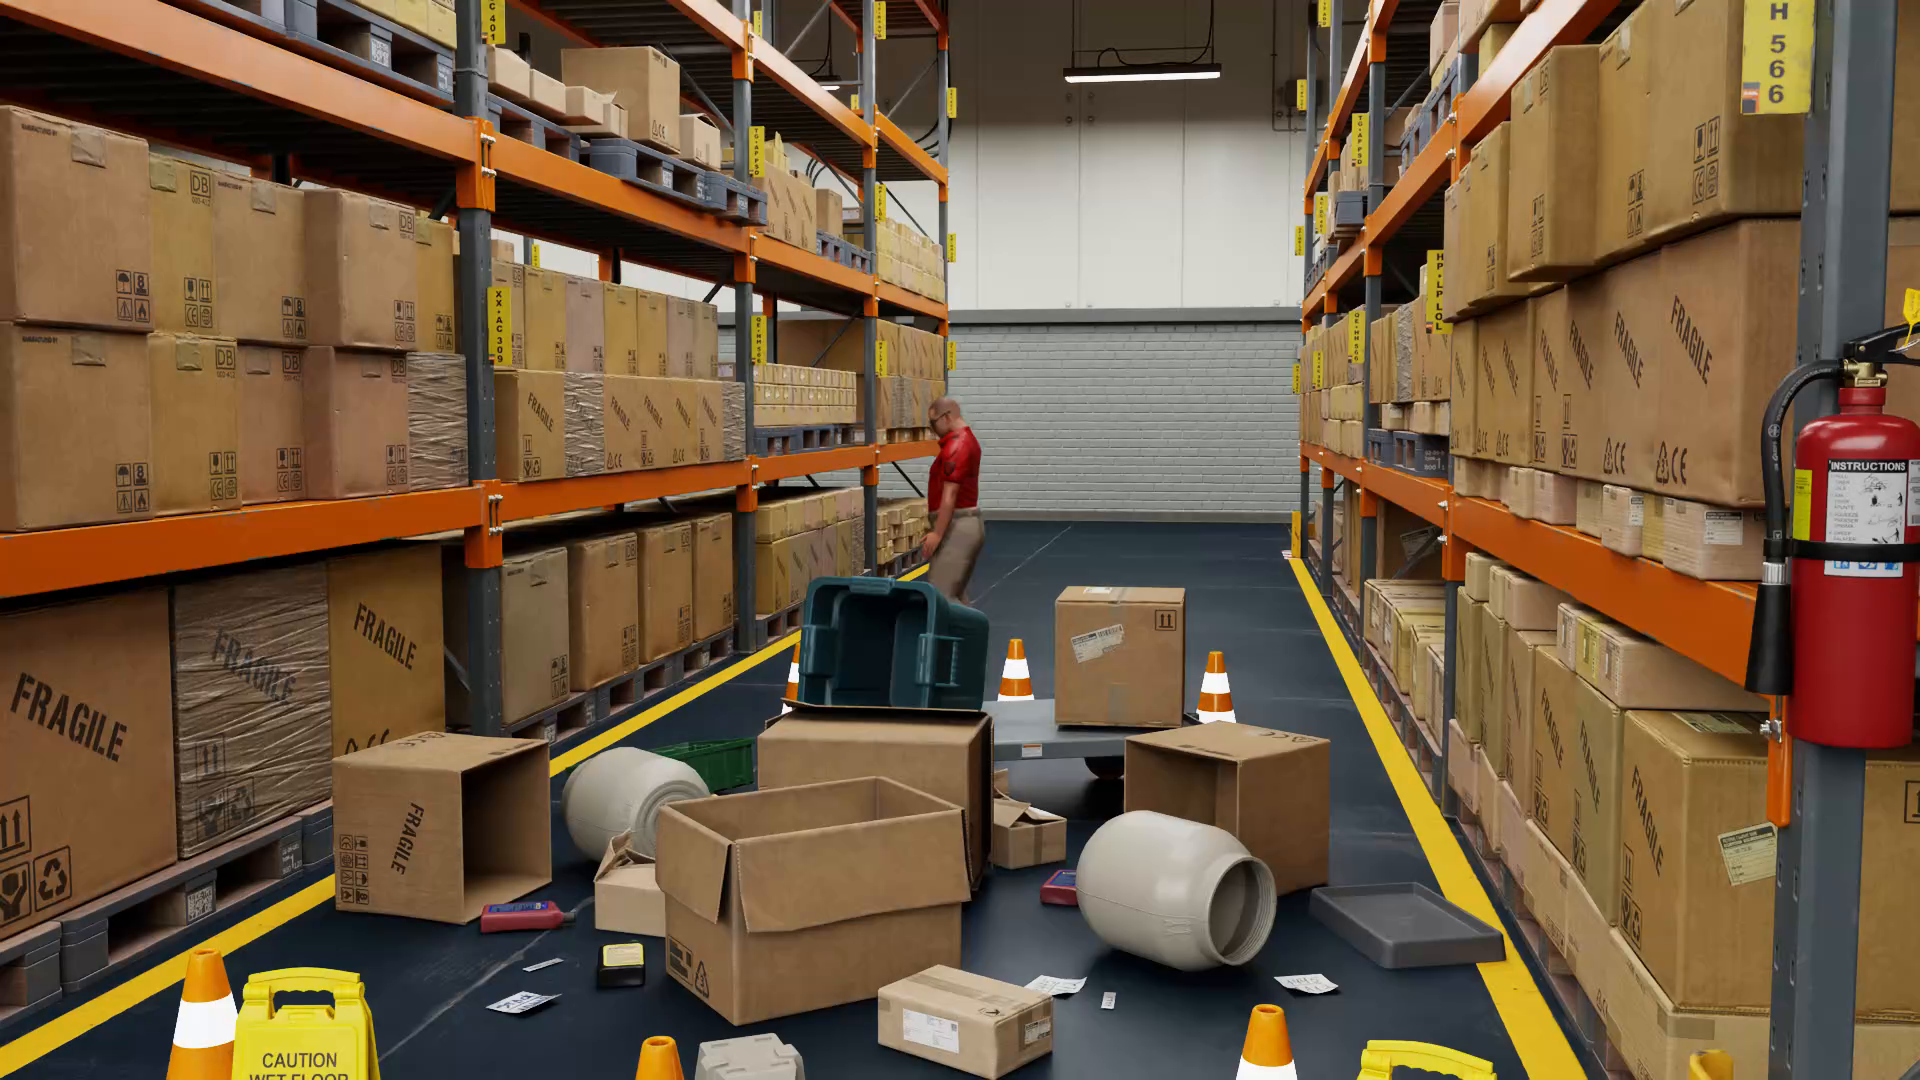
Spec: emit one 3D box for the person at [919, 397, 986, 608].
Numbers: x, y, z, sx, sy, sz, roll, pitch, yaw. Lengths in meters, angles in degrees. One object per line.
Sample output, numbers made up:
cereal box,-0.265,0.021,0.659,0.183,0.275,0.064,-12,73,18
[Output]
person,-0.056,-0.019,10.183,0.335,1.709,0.540,1,4,10
